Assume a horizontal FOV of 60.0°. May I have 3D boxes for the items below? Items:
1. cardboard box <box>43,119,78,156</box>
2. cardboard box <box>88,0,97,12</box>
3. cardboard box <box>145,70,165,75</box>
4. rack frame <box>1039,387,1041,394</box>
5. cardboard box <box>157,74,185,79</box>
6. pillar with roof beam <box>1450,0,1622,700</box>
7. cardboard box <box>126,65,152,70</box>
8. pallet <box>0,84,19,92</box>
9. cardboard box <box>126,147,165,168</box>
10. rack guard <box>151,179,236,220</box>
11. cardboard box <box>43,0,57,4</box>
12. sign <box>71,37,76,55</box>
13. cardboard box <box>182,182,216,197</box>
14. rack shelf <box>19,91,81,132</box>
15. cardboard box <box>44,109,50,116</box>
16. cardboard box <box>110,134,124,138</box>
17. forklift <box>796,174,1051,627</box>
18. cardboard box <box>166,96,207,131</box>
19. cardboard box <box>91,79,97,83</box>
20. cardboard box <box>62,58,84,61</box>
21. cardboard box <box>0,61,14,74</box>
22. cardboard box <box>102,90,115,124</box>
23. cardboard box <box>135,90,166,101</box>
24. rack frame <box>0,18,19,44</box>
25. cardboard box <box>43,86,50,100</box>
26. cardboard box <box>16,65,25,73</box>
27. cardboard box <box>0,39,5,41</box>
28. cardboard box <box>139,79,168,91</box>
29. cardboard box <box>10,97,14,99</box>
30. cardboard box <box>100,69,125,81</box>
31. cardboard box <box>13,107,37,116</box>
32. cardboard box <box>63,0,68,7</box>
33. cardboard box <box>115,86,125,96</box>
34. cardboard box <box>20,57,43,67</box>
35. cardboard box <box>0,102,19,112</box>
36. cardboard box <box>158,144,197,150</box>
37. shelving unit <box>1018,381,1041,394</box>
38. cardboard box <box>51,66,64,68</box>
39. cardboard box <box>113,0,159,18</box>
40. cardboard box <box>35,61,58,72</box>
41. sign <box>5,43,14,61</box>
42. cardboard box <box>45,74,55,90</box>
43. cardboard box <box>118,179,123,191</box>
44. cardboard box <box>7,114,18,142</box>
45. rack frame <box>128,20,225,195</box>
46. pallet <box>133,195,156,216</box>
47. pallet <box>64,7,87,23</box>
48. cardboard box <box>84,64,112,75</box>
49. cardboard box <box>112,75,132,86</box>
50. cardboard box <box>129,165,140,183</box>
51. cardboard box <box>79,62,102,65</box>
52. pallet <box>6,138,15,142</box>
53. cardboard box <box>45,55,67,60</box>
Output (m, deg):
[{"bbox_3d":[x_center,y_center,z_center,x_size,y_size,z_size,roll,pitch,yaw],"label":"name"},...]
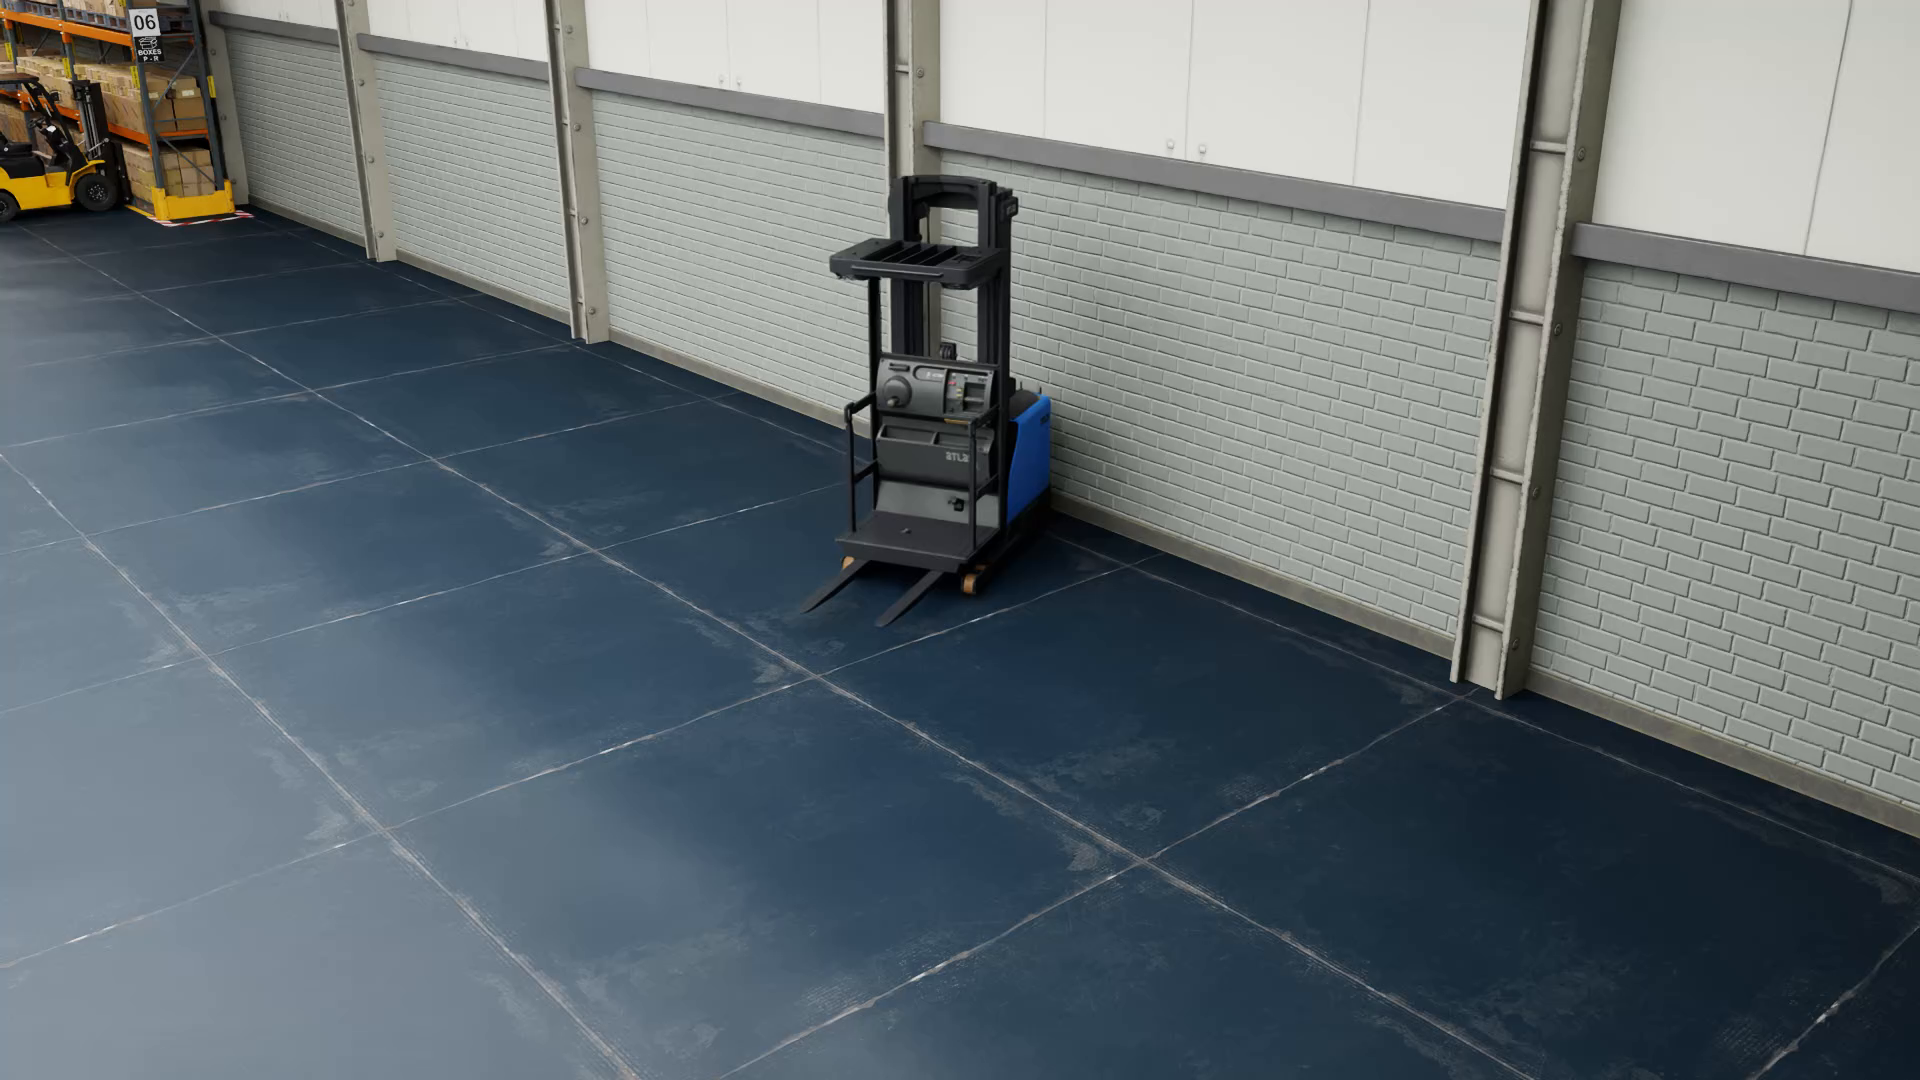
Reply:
[{"bbox_3d":[-16.777,-7.614,31.490,0.875,0.625,0.625,-16,27,-36],"label":"cardboard box"},{"bbox_3d":[-13.803,-8.896,27.117,0.797,0.503,0.637,-16,27,-36],"label":"cardboard box"},{"bbox_3d":[-13.429,-7.733,27.679,0.380,0.149,0.250,-17,27,-37],"label":"cardboard box"},{"bbox_3d":[0.601,-0.762,13.981,0.200,1.050,0.008,-16,26,-35],"label":"rack frame"},{"bbox_3d":[-12.770,-7.448,26.953,0.380,0.149,0.250,-17,27,-36],"label":"cardboard box"},{"bbox_3d":[0.249,-2.212,6.794,9.100,9.000,0.400,-17,27,-37],"label":"pillar with roof beam"},{"bbox_3d":[-14.031,-8.040,28.465,0.380,0.149,0.250,-18,28,-38],"label":"cardboard box"},{"bbox_3d":[-18.101,-8.959,32.508,1.213,0.211,1.003,-17,27,-37],"label":"pallet"},{"bbox_3d":[-13.258,-6.241,27.129,0.500,0.250,0.500,-17,27,-36],"label":"cardboard box"},{"bbox_3d":[-12.368,-5.497,26.834,1.175,0.500,0.348,-17,27,-37],"label":"rack guard"},{"bbox_3d":[-15.652,-9.512,28.953,0.500,0.311,0.500,-19,28,-39],"label":"cardboard box"},{"bbox_3d":[-17.187,-9.550,32.166,0.100,0.325,0.005,-17,27,-37],"label":"sign"},{"bbox_3d":[-12.556,-5.765,27.285,0.500,0.250,0.500,-17,27,-37],"label":"cardboard box"},{"bbox_3d":[-16.300,-7.990,30.758,1.077,0.370,4.000,-17,27,-37],"label":"rack shelf"},{"bbox_3d":[-18.086,-8.559,33.187,0.380,0.149,0.250,-17,27,-37],"label":"cardboard box"},{"bbox_3d":[-14.591,-6.802,28.560,0.500,0.250,0.500,-17,27,-37],"label":"cardboard box"},{"bbox_3d":[-0.267,-1.124,12.334,1.130,2.935,3.031,8,23,20],"label":"forklift"},{"bbox_3d":[-12.497,-6.917,26.895,0.500,0.500,0.500,-16,27,-36],"label":"cardboard box"},{"bbox_3d":[-14.350,-7.676,27.941,0.380,0.149,0.250,-18,28,-38],"label":"cardboard box"},{"bbox_3d":[-16.537,-8.911,31.096,0.380,0.149,0.250,-18,27,-38],"label":"cardboard box"},{"bbox_3d":[-18.540,-9.218,32.536,0.500,0.250,0.500,-19,28,-40],"label":"cardboard box"},{"bbox_3d":[-13.907,-7.211,27.645,0.500,0.500,0.500,-17,27,-37],"label":"cardboard box"},{"bbox_3d":[-12.822,-7.045,26.332,0.380,0.149,0.250,-17,27,-37],"label":"cardboard box"},{"bbox_3d":[-20.217,-9.983,34.859,1.000,3.000,0.127,-17,27,-37],"label":"rack frame"},{"bbox_3d":[-16.498,-8.203,30.520,0.500,0.250,0.500,-16,27,-36],"label":"cardboard box"},{"bbox_3d":[-17.520,-8.854,31.497,0.500,0.250,0.500,-17,27,-37],"label":"cardboard box"},{"bbox_3d":[-20.070,-10.038,34.288,0.700,0.500,0.500,-17,27,-36],"label":"cardboard box"},{"bbox_3d":[-12.777,-7.204,26.329,0.380,0.149,0.250,-17,27,-37],"label":"cardboard box"},{"bbox_3d":[-19.758,-9.284,35.036,0.380,0.149,0.250,-19,28,-39],"label":"cardboard box"},{"bbox_3d":[-14.111,-7.764,27.760,0.380,0.149,0.250,-18,27,-38],"label":"cardboard box"},{"bbox_3d":[-18.598,-8.523,33.093,0.380,0.149,0.250,-16,27,-36],"label":"cardboard box"},{"bbox_3d":[-14.932,-9.098,28.119,0.380,0.149,0.250,-17,27,-36],"label":"cardboard box"},{"bbox_3d":[-13.498,-7.329,27.056,0.380,0.149,0.250,-19,28,-39],"label":"cardboard box"},{"bbox_3d":[-17.446,-8.995,31.310,0.380,0.149,0.250,-17,27,-36],"label":"cardboard box"},{"bbox_3d":[-19.284,-8.809,33.823,0.380,0.149,0.250,-16,27,-36],"label":"cardboard box"},{"bbox_3d":[-12.883,-6.364,27.442,0.500,0.250,0.500,-17,27,-37],"label":"cardboard box"},{"bbox_3d":[0.525,-0.796,14.070,0.215,1.050,0.252,-16,26,-35],"label":"shelving unit"},{"bbox_3d":[-16.084,-8.438,29.889,0.380,0.149,0.250,-18,28,-39],"label":"cardboard box"},{"bbox_3d":[-12.857,-8.417,25.899,0.500,0.500,0.500,-16,27,-36],"label":"cardboard box"},{"bbox_3d":[-16.770,-8.714,30.593,0.380,0.149,0.250,-17,27,-36],"label":"cardboard box"},{"bbox_3d":[-18.011,-9.248,31.505,0.100,0.325,0.005,-17,27,-37],"label":"sign"},{"bbox_3d":[-16.180,-8.294,30.066,0.500,0.250,0.500,-17,27,-36],"label":"cardboard box"},{"bbox_3d":[-13.923,-6.056,28.027,0.500,0.250,0.500,-16,27,-36],"label":"cardboard box"},{"bbox_3d":[-18.707,-8.260,33.312,0.500,0.500,0.500,-16,27,-35],"label":"cardboard box"},{"bbox_3d":[-12.384,-6.668,26.395,1.000,3.000,0.127,-17,27,-37],"label":"rack frame"},{"bbox_3d":[-12.915,-5.571,27.417,1.003,0.211,1.213,-17,27,-37],"label":"pallet"},{"bbox_3d":[-14.418,-8.899,28.100,1.003,0.211,1.213,-17,27,-37],"label":"pallet"},{"bbox_3d":[-14.759,-8.055,28.501,0.380,0.149,0.250,-17,27,-37],"label":"cardboard box"},{"bbox_3d":[-13.513,-7.462,26.989,0.380,0.149,0.250,-17,27,-36],"label":"cardboard box"},{"bbox_3d":[-13.258,-6.017,27.242,0.500,0.250,0.500,-18,28,-38],"label":"cardboard box"},{"bbox_3d":[-15.854,-8.634,30.390,0.380,0.149,0.250,-18,27,-38],"label":"cardboard box"},{"bbox_3d":[-18.857,-8.132,33.956,1.003,0.211,1.213,-17,27,-37],"label":"pallet"},{"bbox_3d":[-17.240,-9.185,31.795,0.380,0.149,0.250,-16,27,-36],"label":"cardboard box"}]
